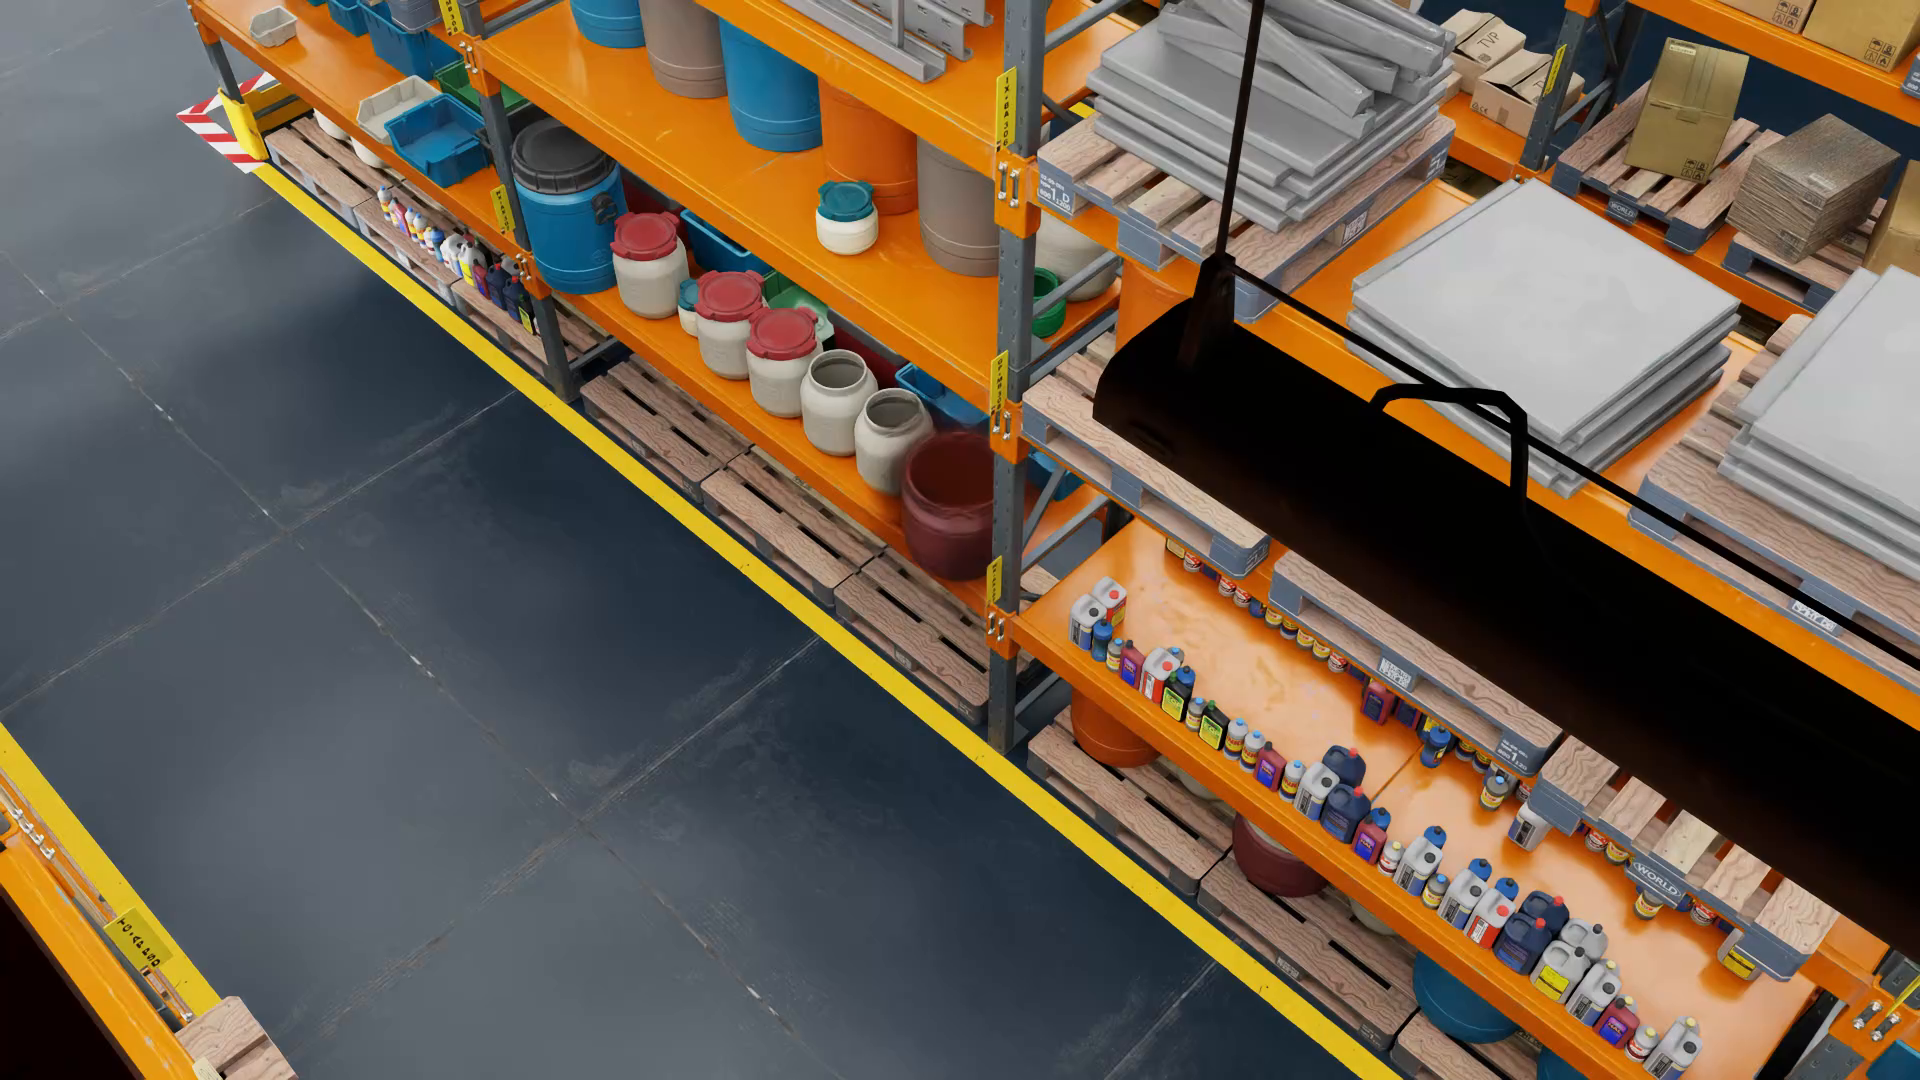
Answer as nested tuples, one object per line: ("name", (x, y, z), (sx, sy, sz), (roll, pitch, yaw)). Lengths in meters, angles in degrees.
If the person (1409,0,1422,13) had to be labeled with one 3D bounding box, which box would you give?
("person", (3.589, -4.366, 12.915), (0.740, 1.765, 0.673), (27, 55, 21))
